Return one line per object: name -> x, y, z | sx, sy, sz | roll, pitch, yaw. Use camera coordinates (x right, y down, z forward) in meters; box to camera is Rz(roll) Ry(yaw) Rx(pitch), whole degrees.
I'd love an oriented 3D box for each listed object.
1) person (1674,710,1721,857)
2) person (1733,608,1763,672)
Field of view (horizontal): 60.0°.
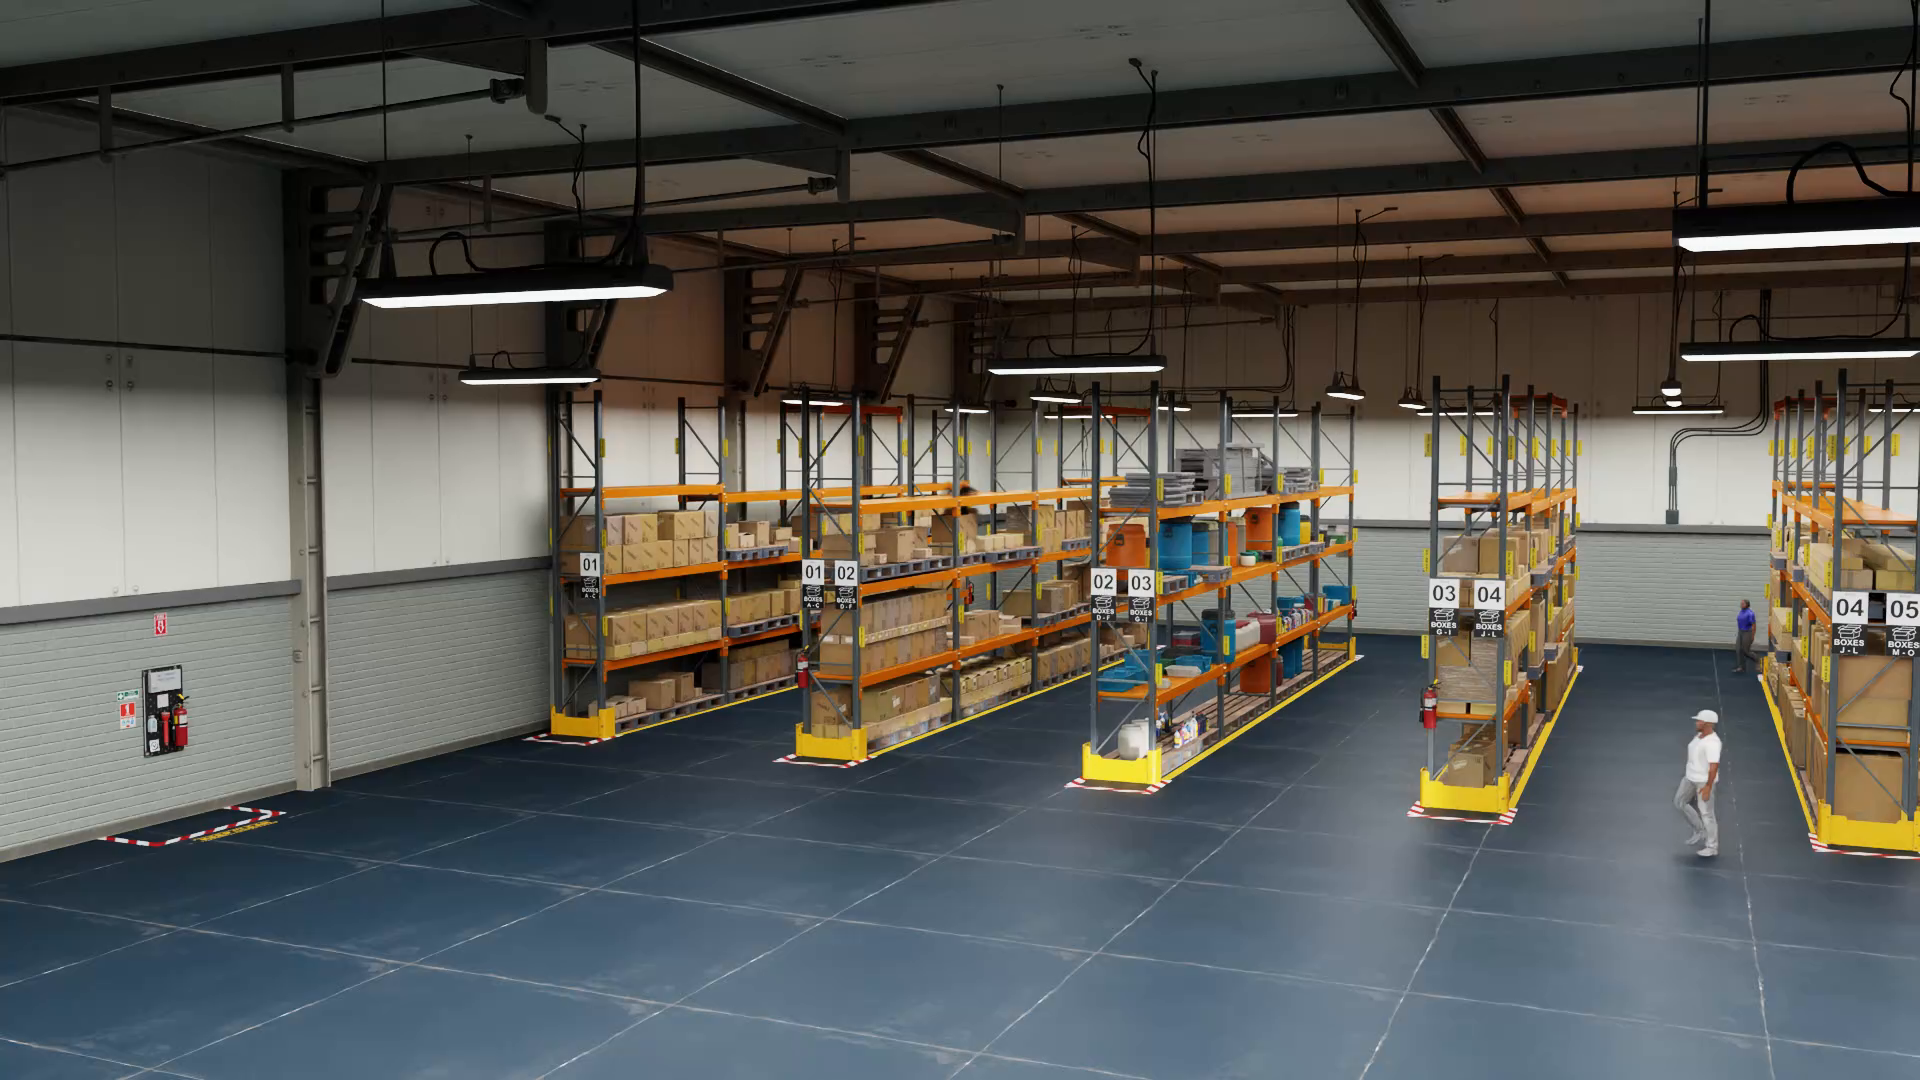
person -> 9.155, 2.969, 20.541 | 0.420, 1.765, 0.675 | 0, 3, -7
person -> 17.504, 2.225, 36.940 | 0.552, 1.441, 0.457 | -1, 3, -14
